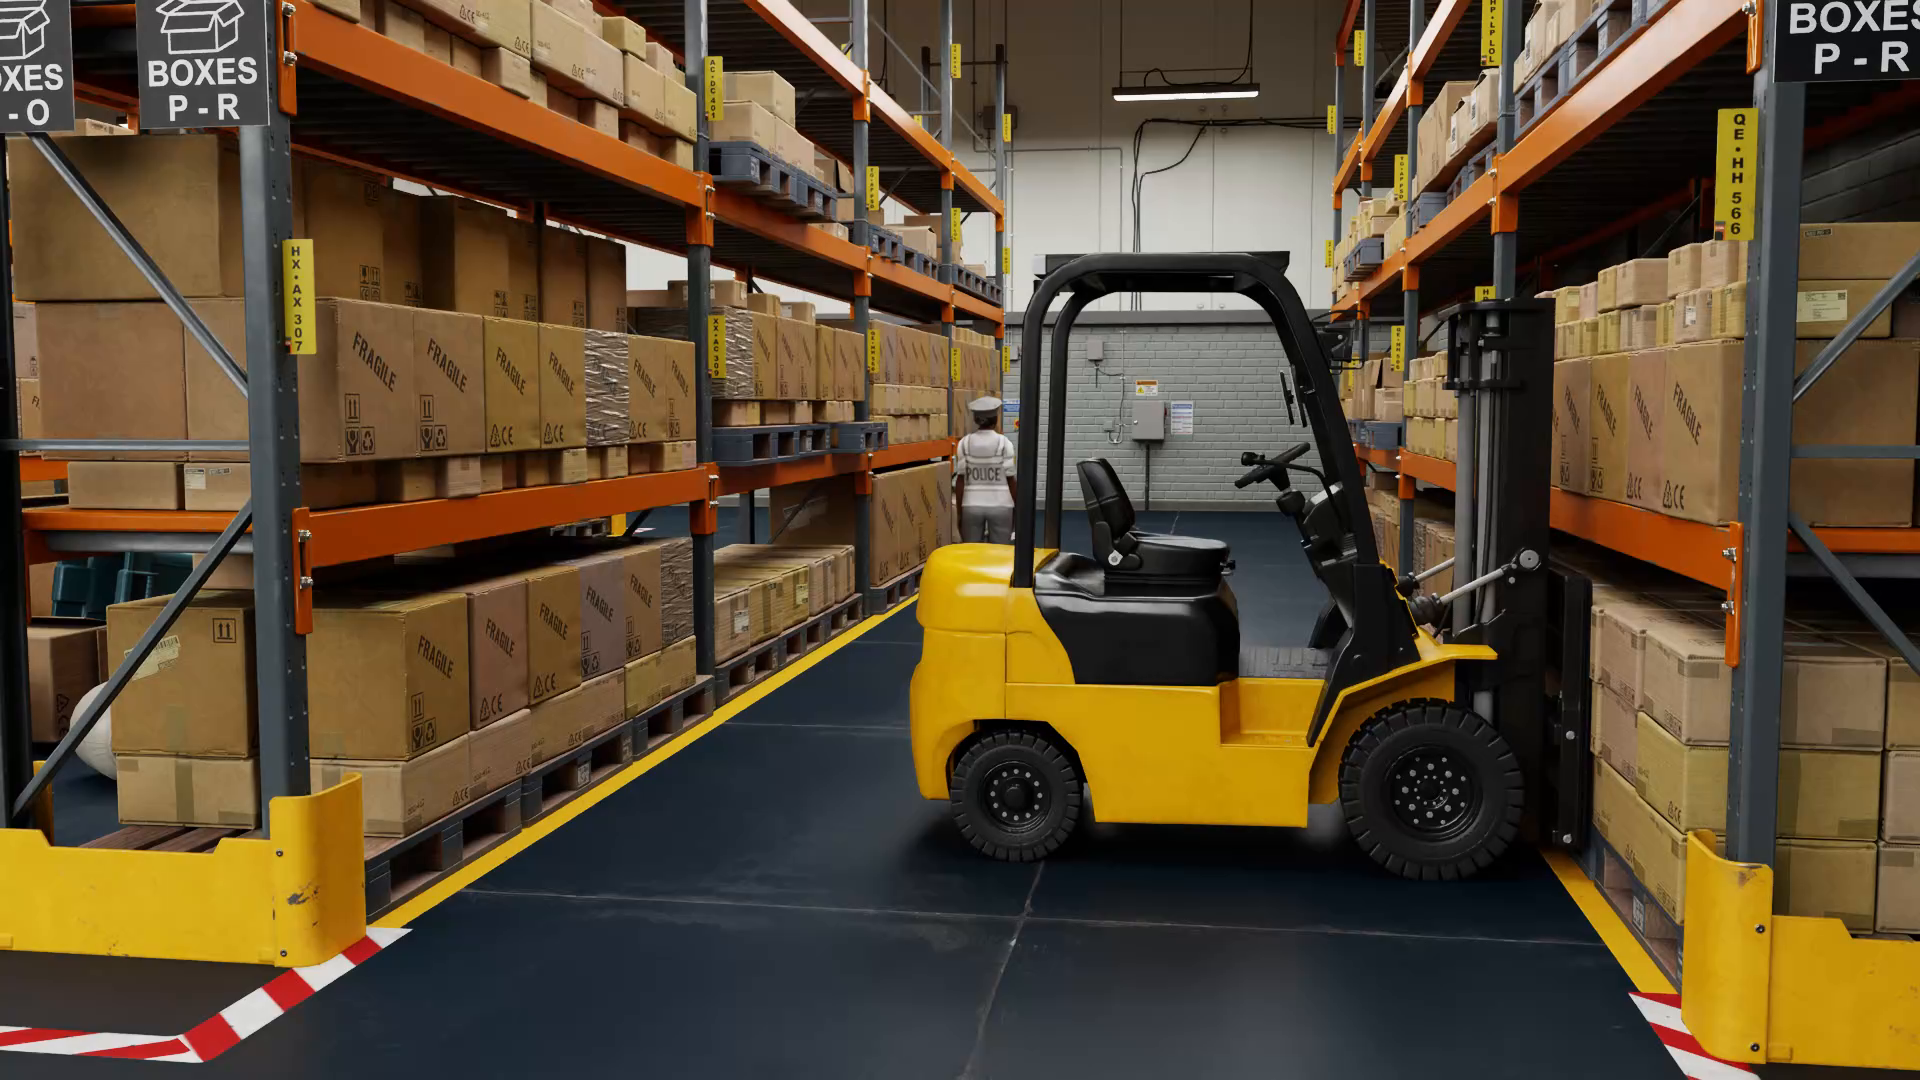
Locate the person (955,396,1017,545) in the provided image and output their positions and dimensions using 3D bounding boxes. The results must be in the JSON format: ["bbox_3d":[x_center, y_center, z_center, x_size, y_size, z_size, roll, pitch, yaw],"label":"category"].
[{"bbox_3d":[0.190,-0.185,12.037,0.445,1.696,0.348,1,5,10],"label":"person"}]
